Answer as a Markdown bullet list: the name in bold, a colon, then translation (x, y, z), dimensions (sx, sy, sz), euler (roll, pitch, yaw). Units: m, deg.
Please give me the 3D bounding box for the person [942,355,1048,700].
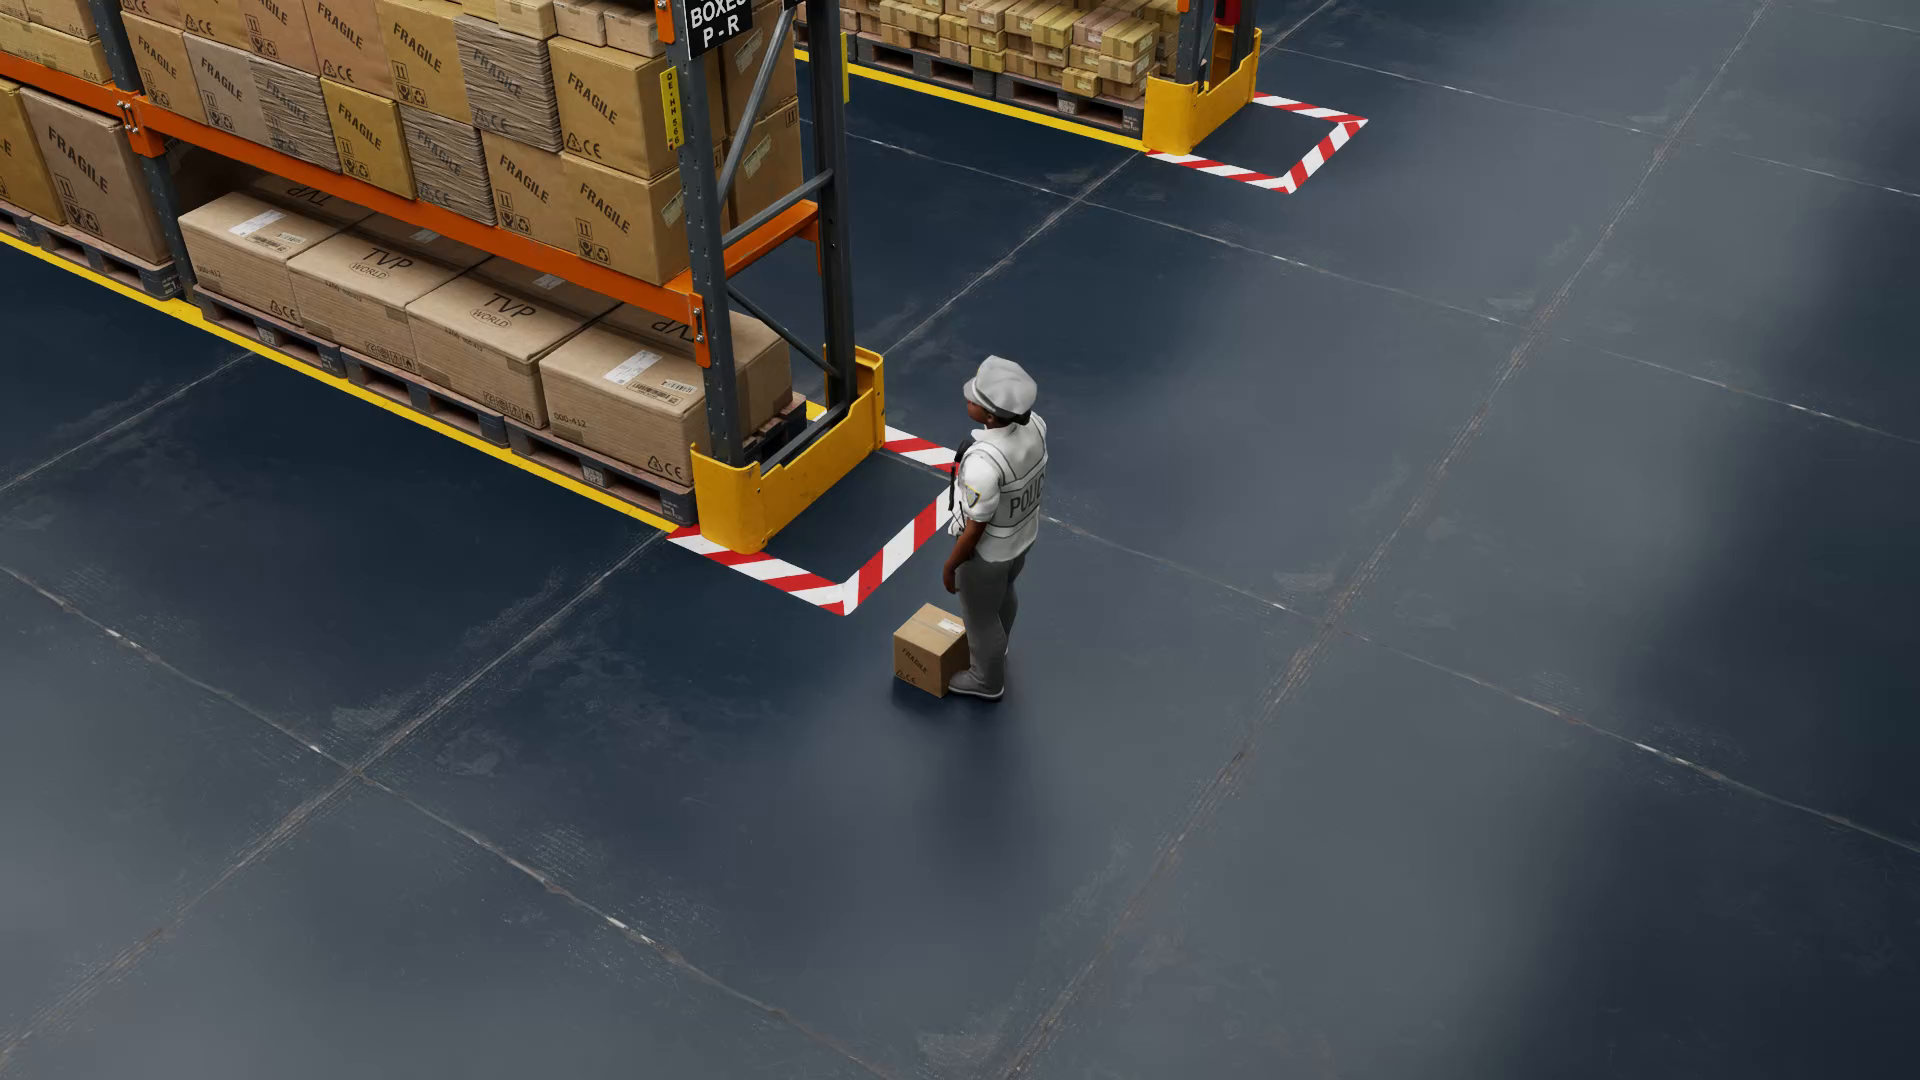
- **person**: translation (0.078, -0.038, 6.694), dimensions (0.530, 1.685, 0.569), euler (22, 43, 25)
